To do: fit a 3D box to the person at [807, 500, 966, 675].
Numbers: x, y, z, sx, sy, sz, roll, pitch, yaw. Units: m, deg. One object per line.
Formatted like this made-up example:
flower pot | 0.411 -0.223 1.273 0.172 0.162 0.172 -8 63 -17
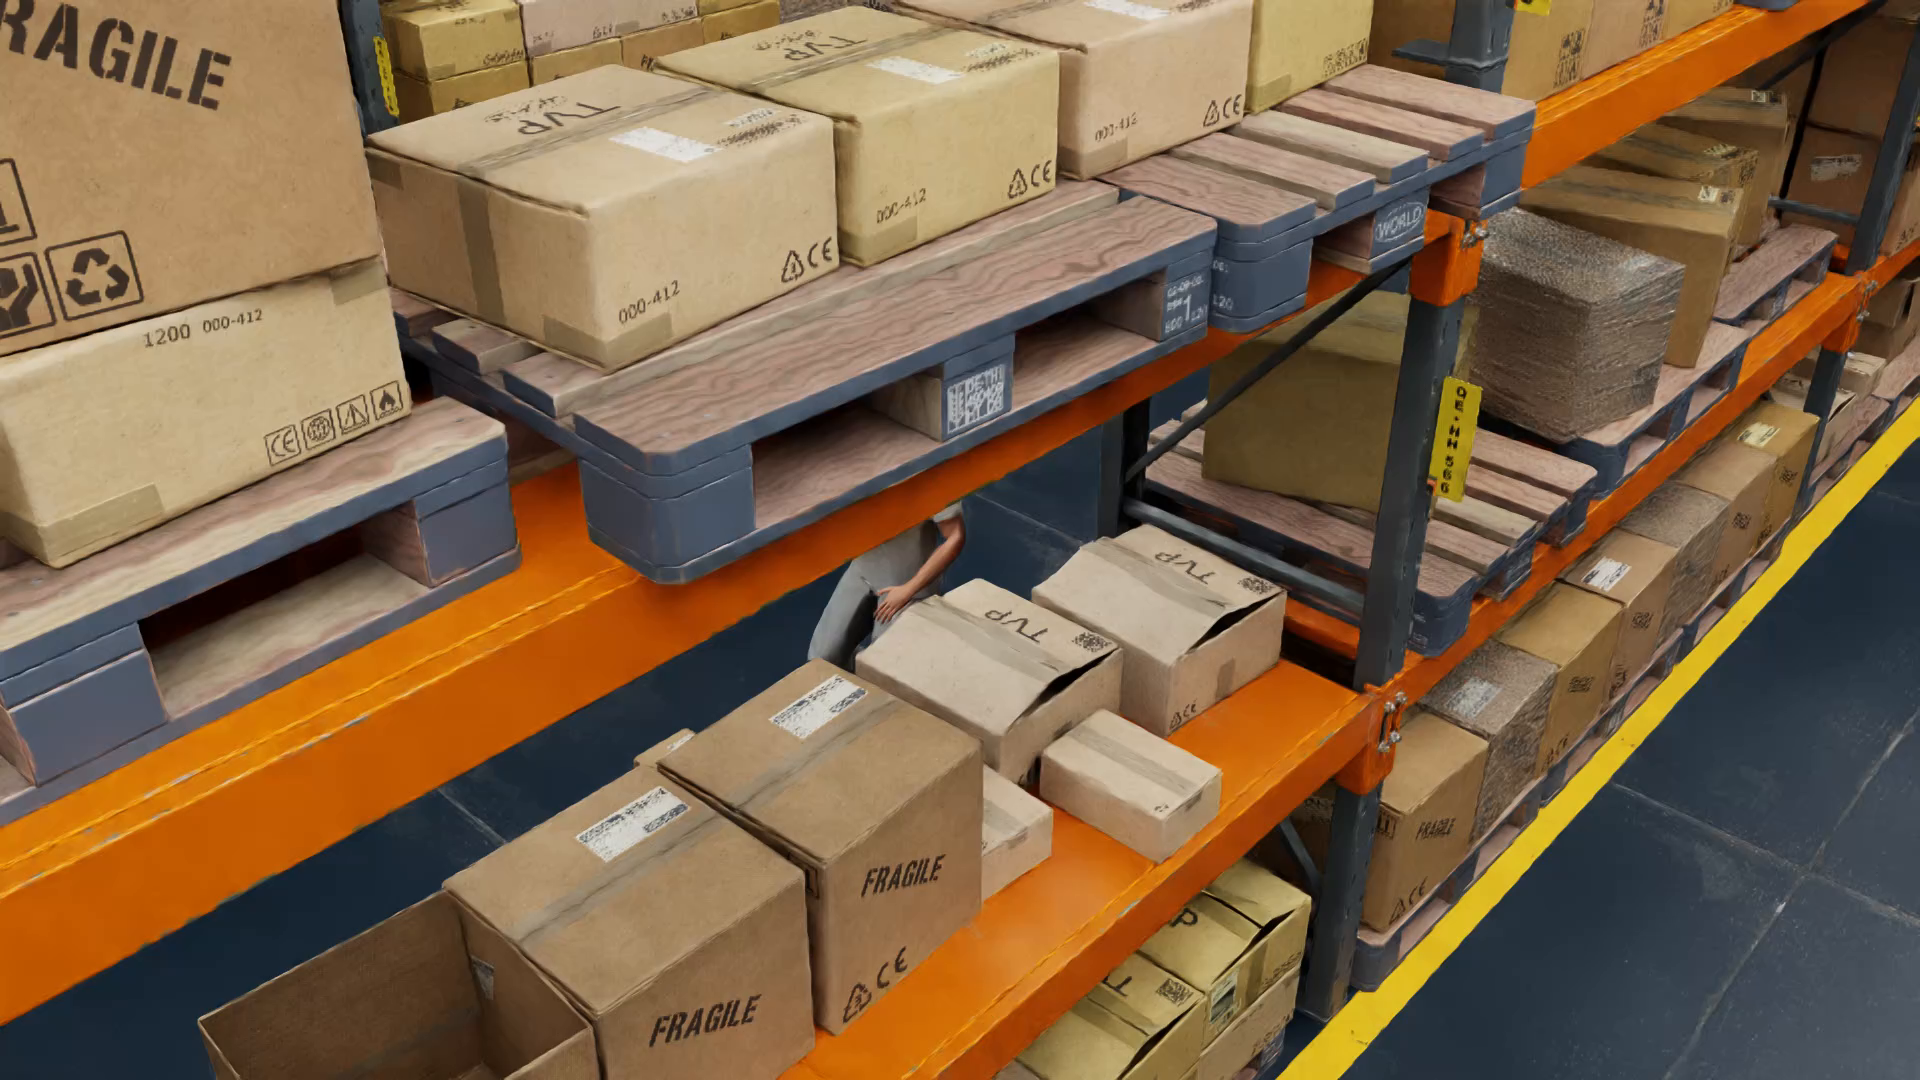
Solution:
person | -0.262 0.167 5.902 0.473 1.641 0.624 -27 40 -36
